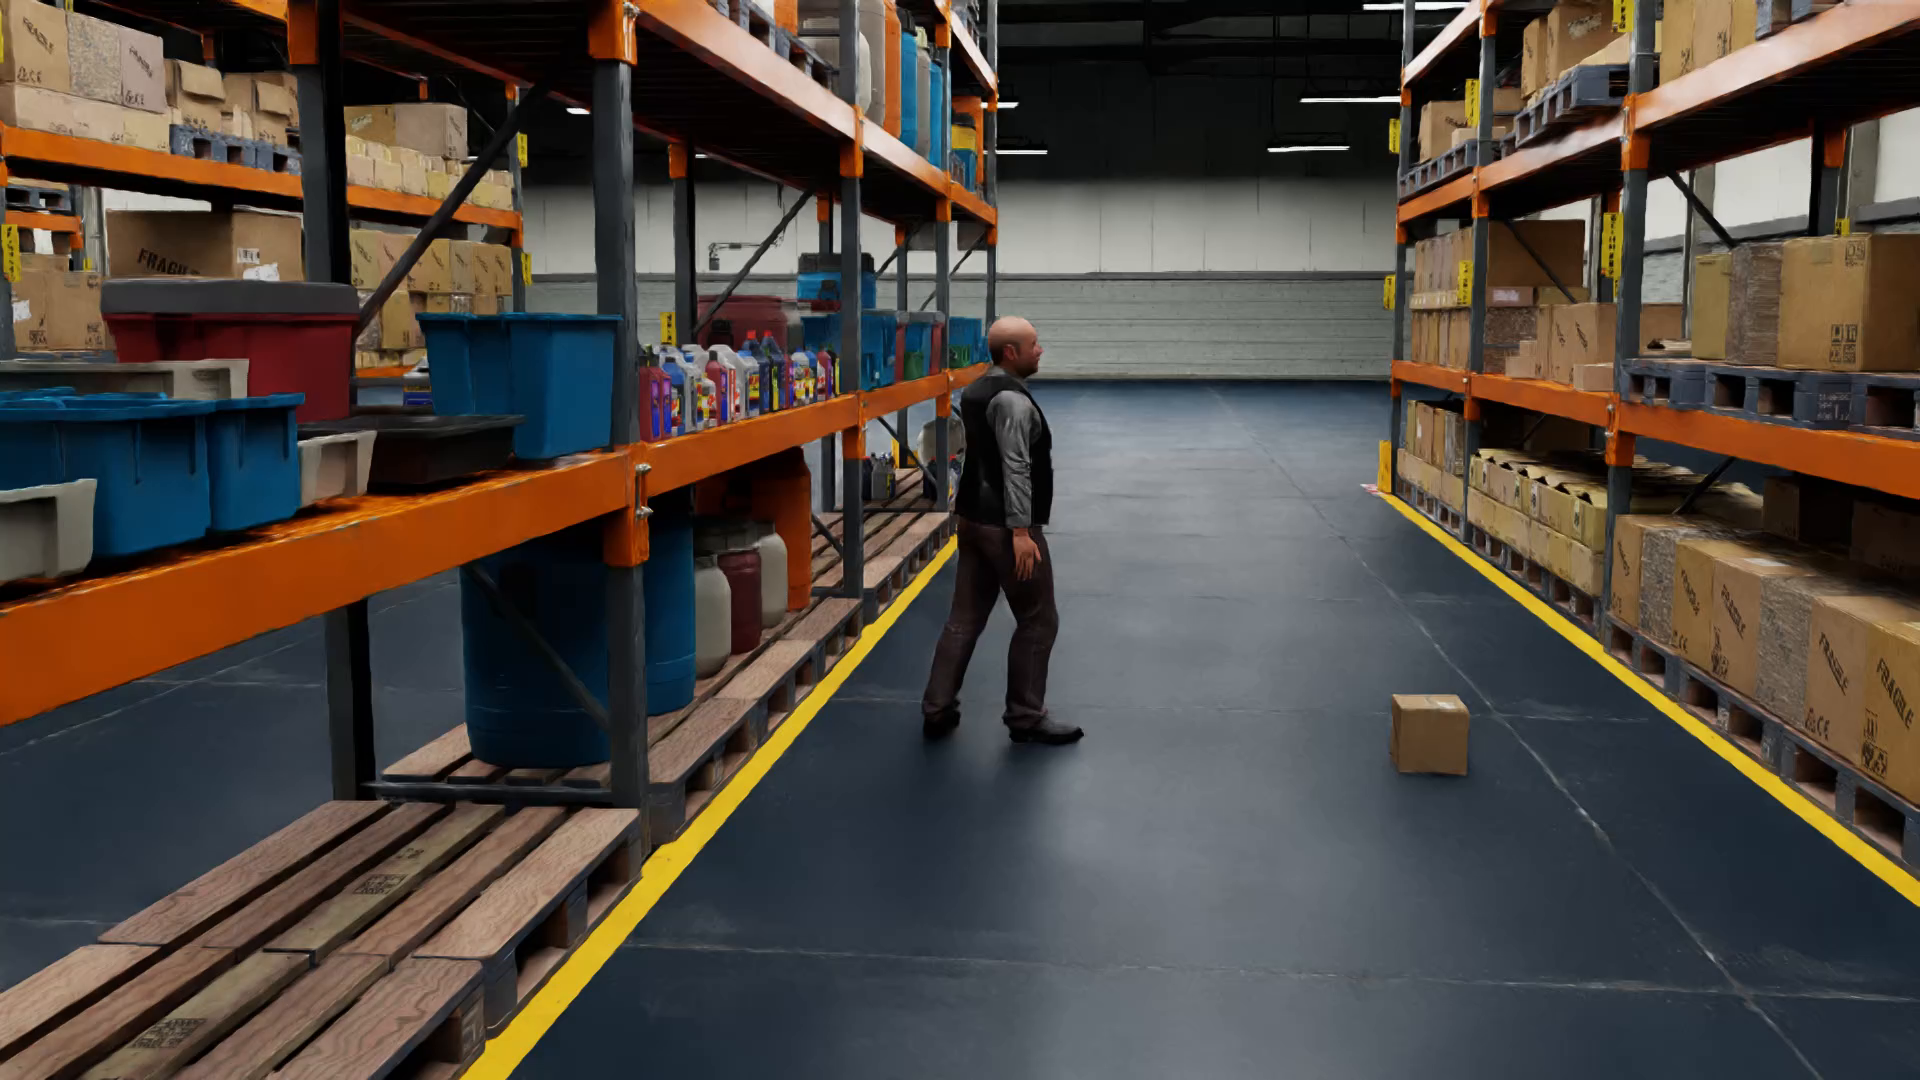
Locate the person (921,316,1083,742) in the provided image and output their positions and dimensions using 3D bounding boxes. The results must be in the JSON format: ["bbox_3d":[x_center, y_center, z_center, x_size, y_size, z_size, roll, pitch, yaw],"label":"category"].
[{"bbox_3d":[0.165,-0.035,6.672,0.607,1.716,0.634,-3,8,-22],"label":"person"}]
